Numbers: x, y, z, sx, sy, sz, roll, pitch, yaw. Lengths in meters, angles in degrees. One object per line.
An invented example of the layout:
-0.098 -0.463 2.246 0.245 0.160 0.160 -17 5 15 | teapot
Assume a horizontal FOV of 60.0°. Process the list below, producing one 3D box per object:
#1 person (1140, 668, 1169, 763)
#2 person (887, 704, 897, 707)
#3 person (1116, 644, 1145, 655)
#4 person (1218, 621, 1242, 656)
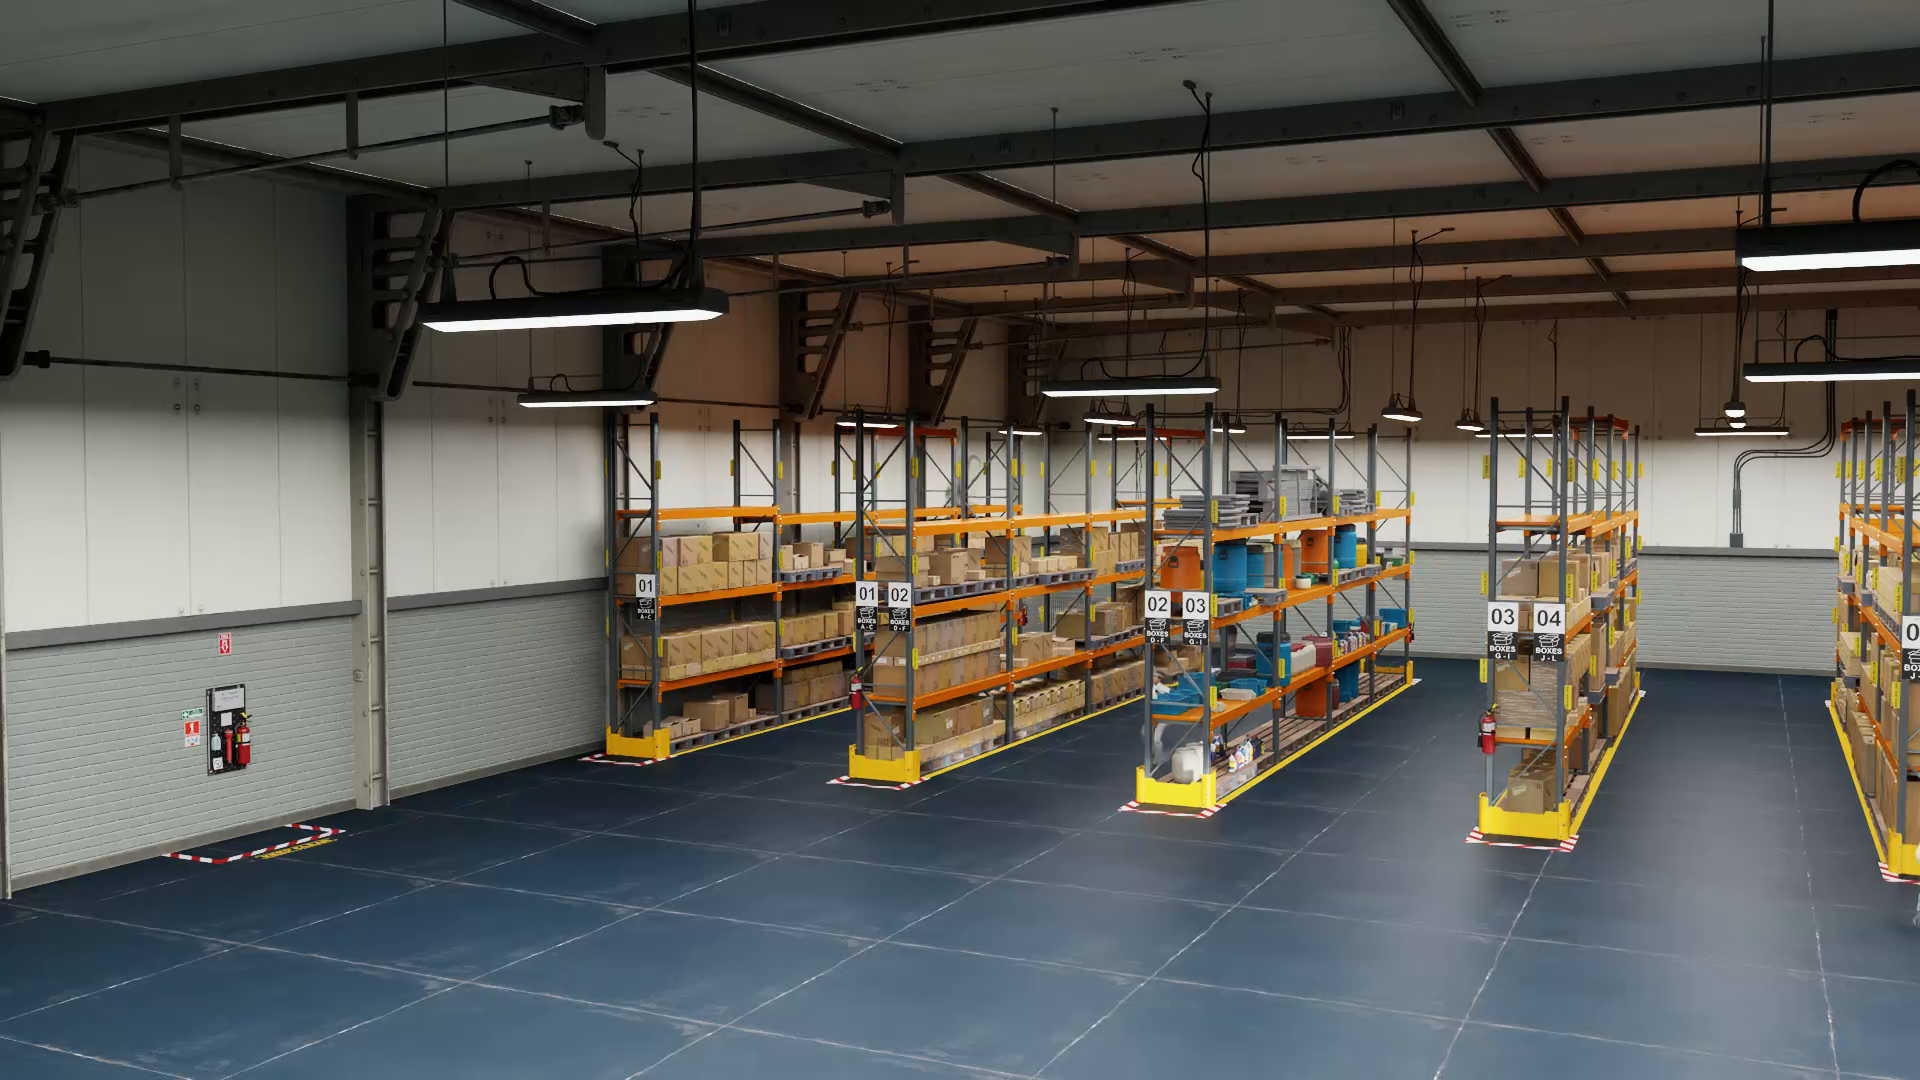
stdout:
3.307 2.985 28.150 0.651 1.652 0.624 2 3 39 | person
-1.260 2.853 32.487 0.591 1.592 0.667 1 2 12 | person
4.567 2.448 43.411 1.030 1.524 0.567 2 3 35 | person
6.771 2.397 41.814 0.646 1.747 0.766 -1 3 -22 | person
